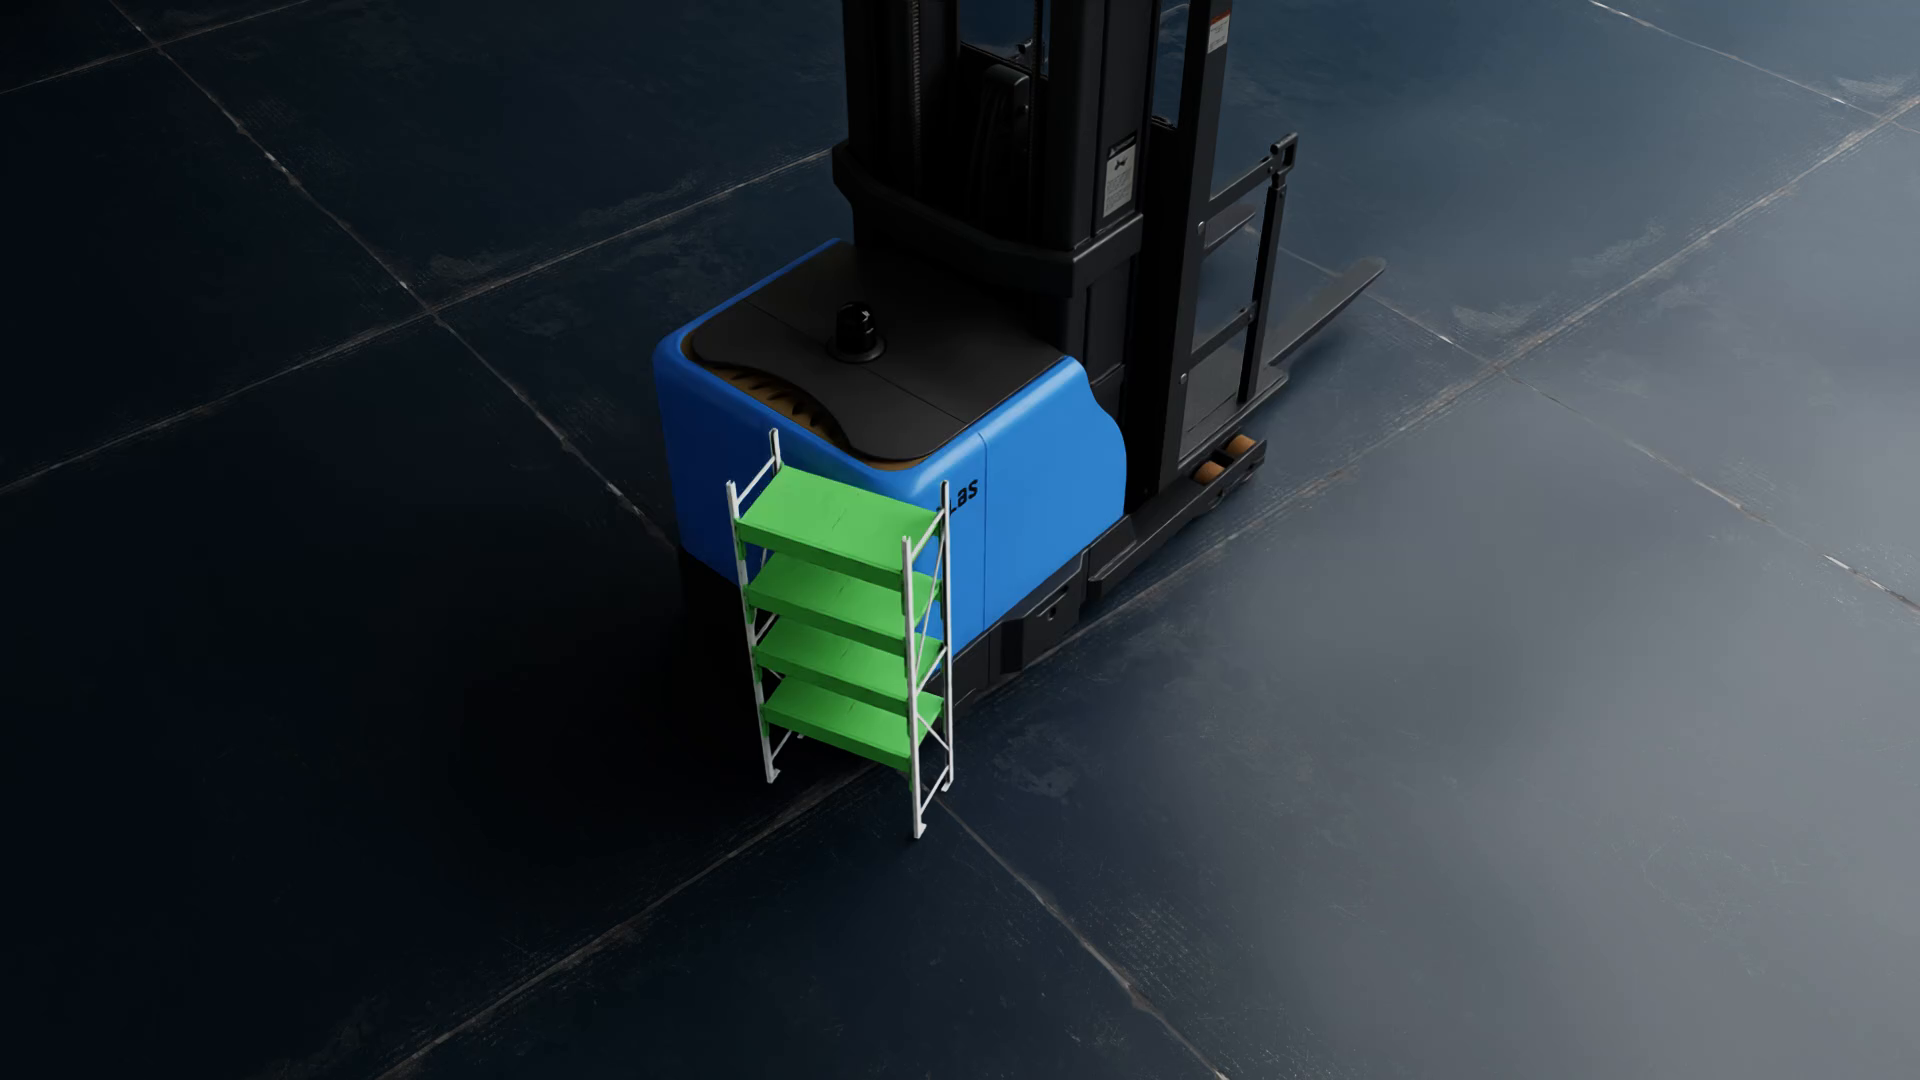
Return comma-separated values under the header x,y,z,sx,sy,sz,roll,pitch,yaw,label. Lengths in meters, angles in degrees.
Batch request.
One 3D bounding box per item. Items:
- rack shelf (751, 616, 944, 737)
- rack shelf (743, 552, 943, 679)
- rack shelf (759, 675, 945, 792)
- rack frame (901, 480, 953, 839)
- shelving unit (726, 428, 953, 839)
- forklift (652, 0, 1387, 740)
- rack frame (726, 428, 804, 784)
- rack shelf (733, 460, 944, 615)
x,y,z,sx,sy,sz,roll,pitch,yaw,label
-0.302,0.335,4.607,0.480,0.148,0.258,17,47,18,rack shelf
-0.304,0.163,4.440,0.480,0.148,0.258,17,47,18,rack shelf
-0.301,0.508,4.773,0.480,0.148,0.258,17,47,18,rack shelf
-0.081,0.359,4.488,0.015,1.200,0.240,17,47,18,rack frame
-0.303,0.289,4.563,0.503,1.200,0.258,17,47,18,shelving unit
0.444,-1.385,5.084,1.130,2.935,3.031,31,51,29,forklift
-0.524,0.220,4.637,0.015,1.200,0.240,17,47,18,rack frame
-0.305,-0.010,4.274,0.480,0.148,0.258,17,47,18,rack shelf
